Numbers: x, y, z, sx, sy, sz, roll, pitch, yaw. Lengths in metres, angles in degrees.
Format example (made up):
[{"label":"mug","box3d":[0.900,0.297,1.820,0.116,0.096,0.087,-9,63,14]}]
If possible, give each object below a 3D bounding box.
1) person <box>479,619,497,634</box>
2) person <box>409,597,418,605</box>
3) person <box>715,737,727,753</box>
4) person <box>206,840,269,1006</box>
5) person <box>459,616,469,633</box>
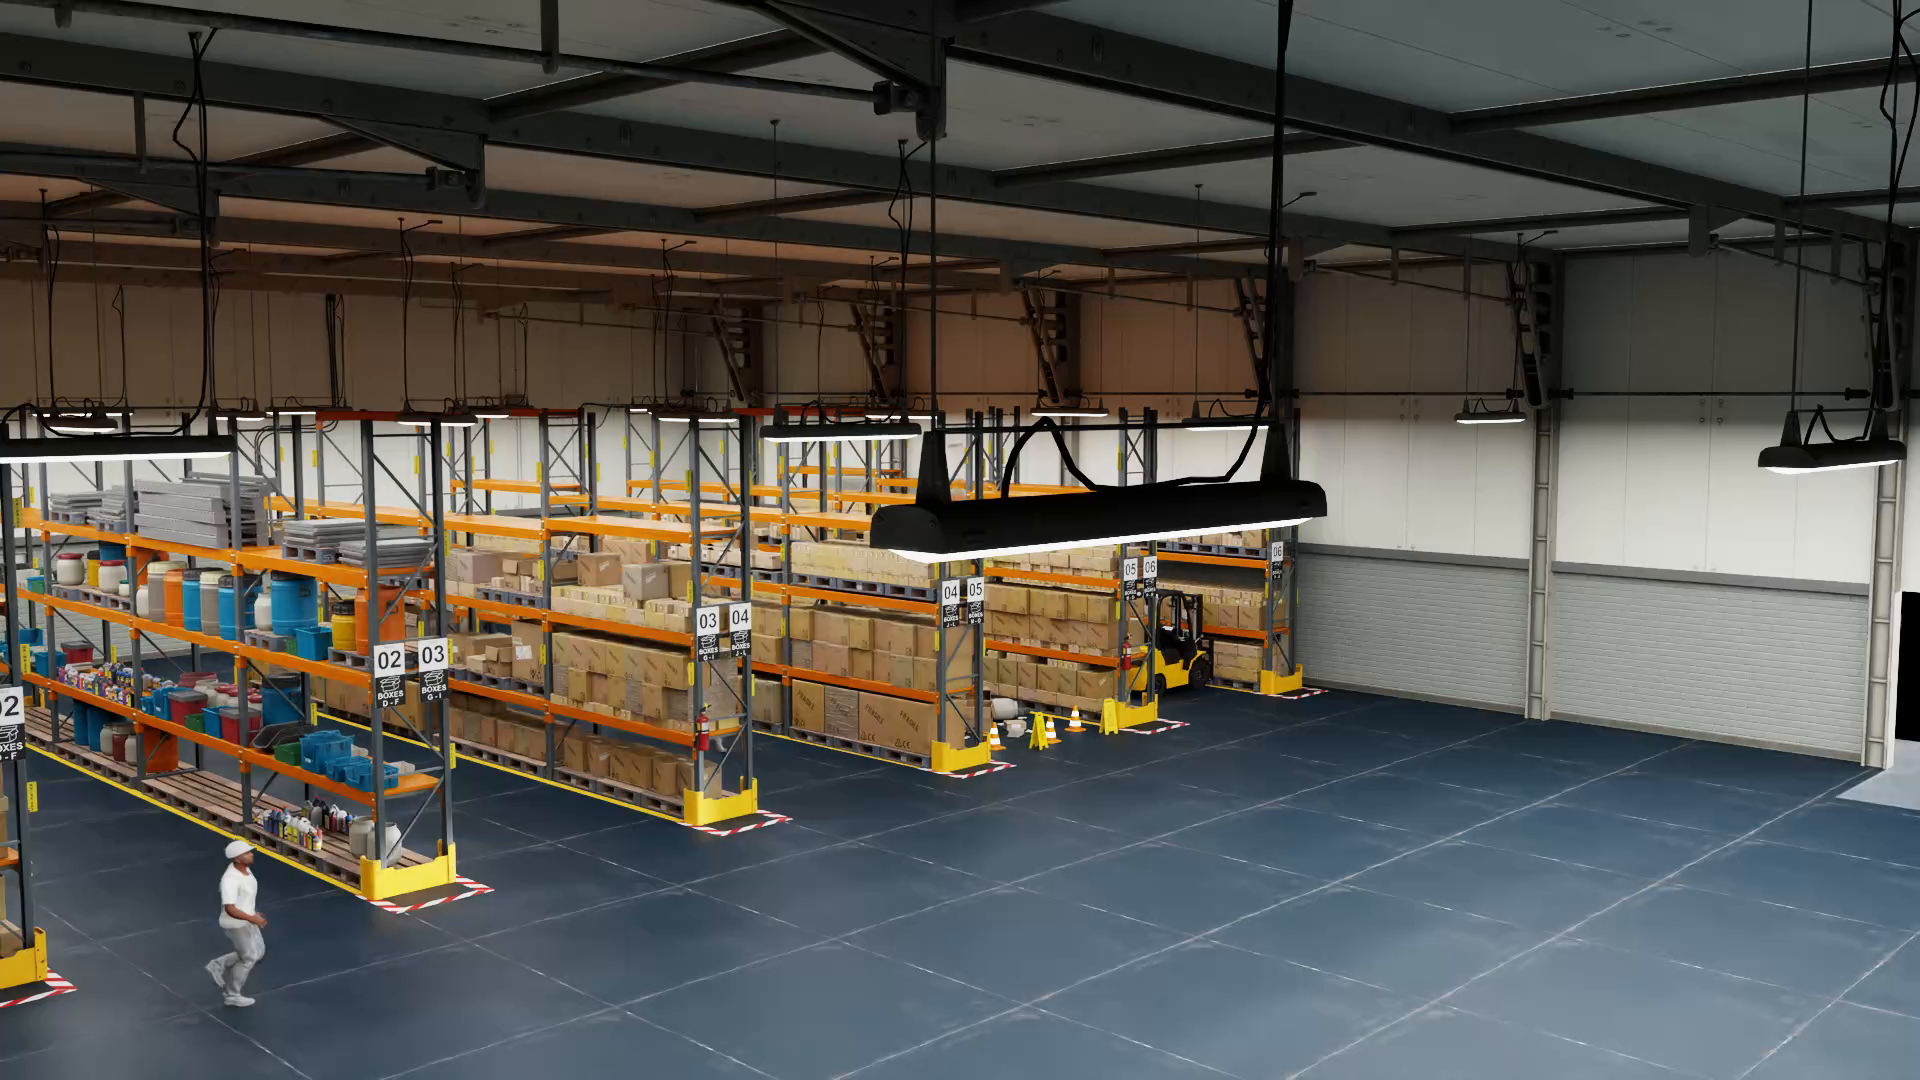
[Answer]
[{"label":"person","box3d":[-11.695,1.849,40.736,0.904,1.727,0.763,0,5,4]},{"label":"person","box3d":[-12.498,2.131,37.842,0.734,1.821,0.754,-2,6,-23]},{"label":"person","box3d":[-4.400,2.908,29.422,0.842,1.664,0.632,4,6,38]},{"label":"person","box3d":[-7.484,3.955,17.221,0.660,1.728,0.712,-1,5,-13]},{"label":"person","box3d":[-12.027,1.899,40.717,0.592,1.688,0.703,-5,7,-42]}]
